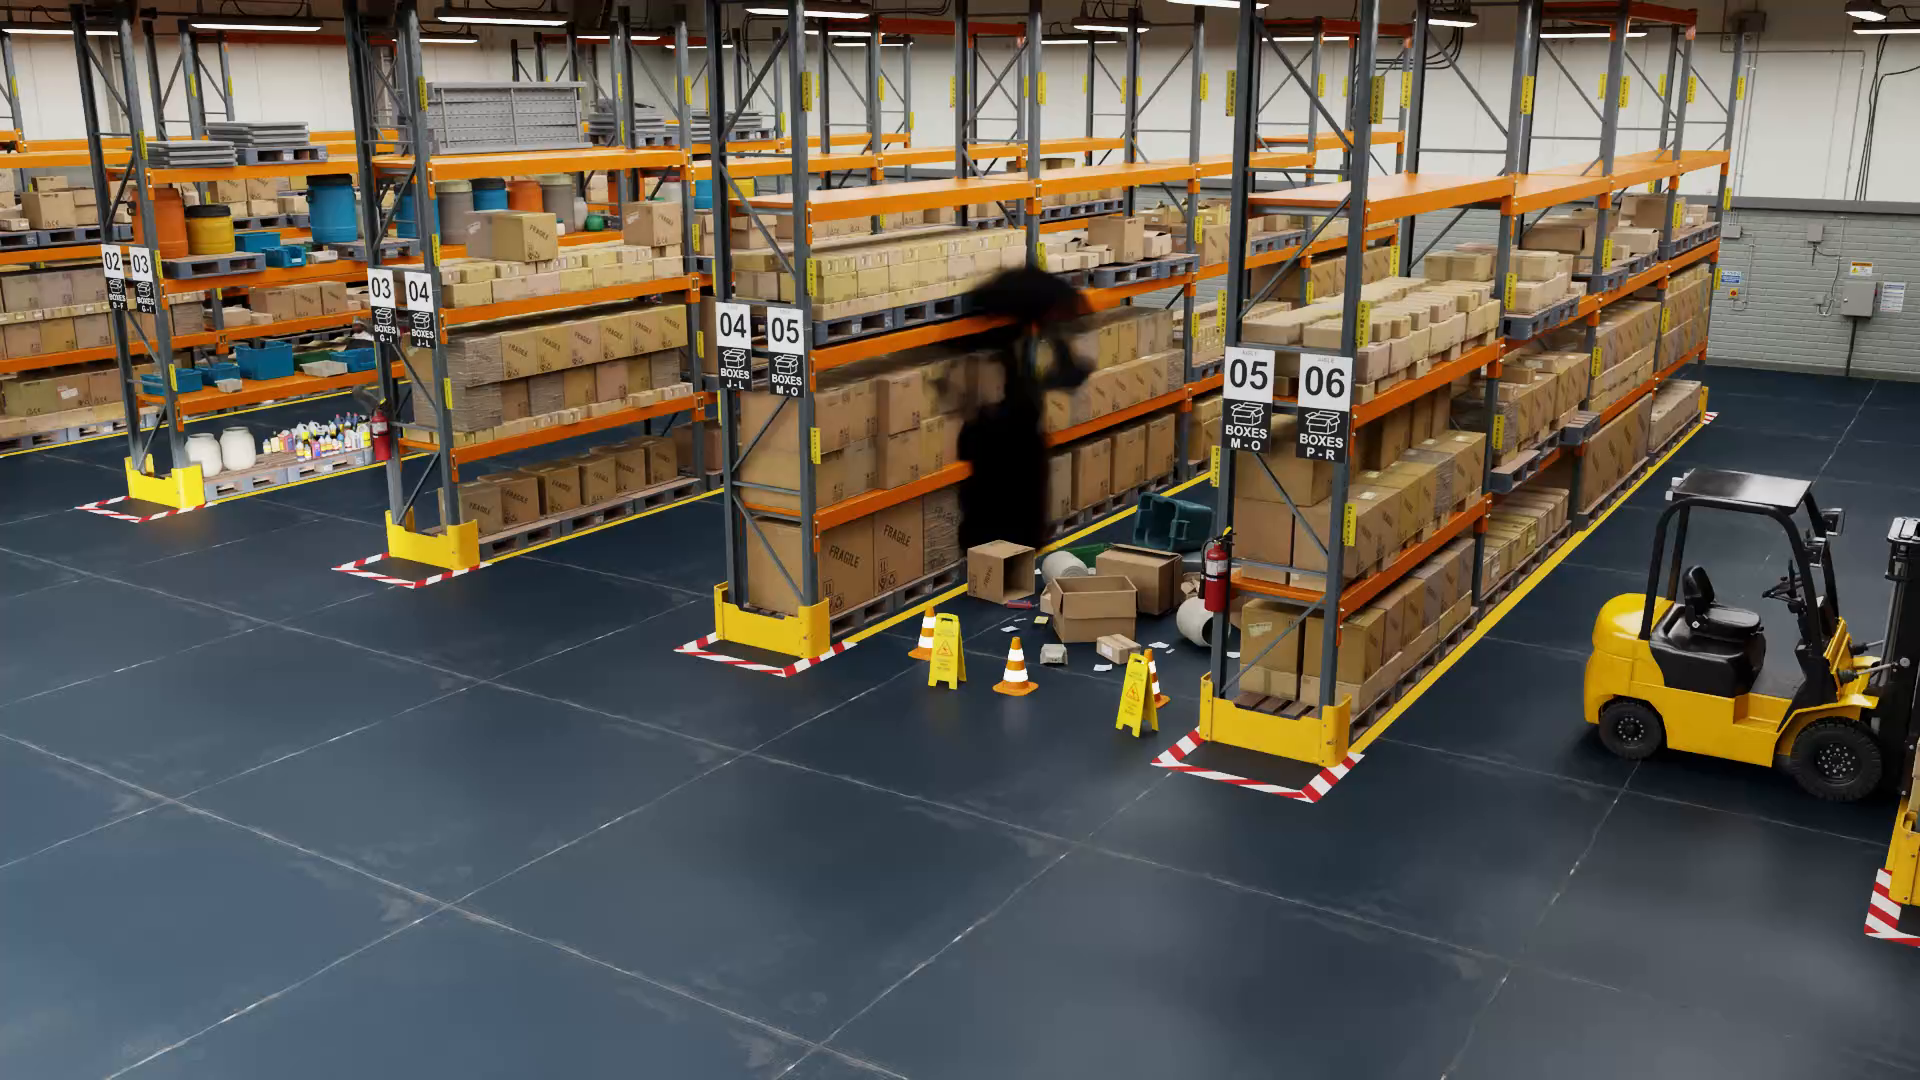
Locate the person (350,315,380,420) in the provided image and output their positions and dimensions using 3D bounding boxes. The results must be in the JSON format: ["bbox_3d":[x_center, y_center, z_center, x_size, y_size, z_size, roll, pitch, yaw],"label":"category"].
[{"bbox_3d":[-9.195,-2.615,25.521,0.561,1.661,0.562,10,19,33],"label":"person"}]

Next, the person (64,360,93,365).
[{"bbox_3d":[-13.912,-2.828,26.310,0.697,1.731,1.030,9,18,30],"label":"person"}]
